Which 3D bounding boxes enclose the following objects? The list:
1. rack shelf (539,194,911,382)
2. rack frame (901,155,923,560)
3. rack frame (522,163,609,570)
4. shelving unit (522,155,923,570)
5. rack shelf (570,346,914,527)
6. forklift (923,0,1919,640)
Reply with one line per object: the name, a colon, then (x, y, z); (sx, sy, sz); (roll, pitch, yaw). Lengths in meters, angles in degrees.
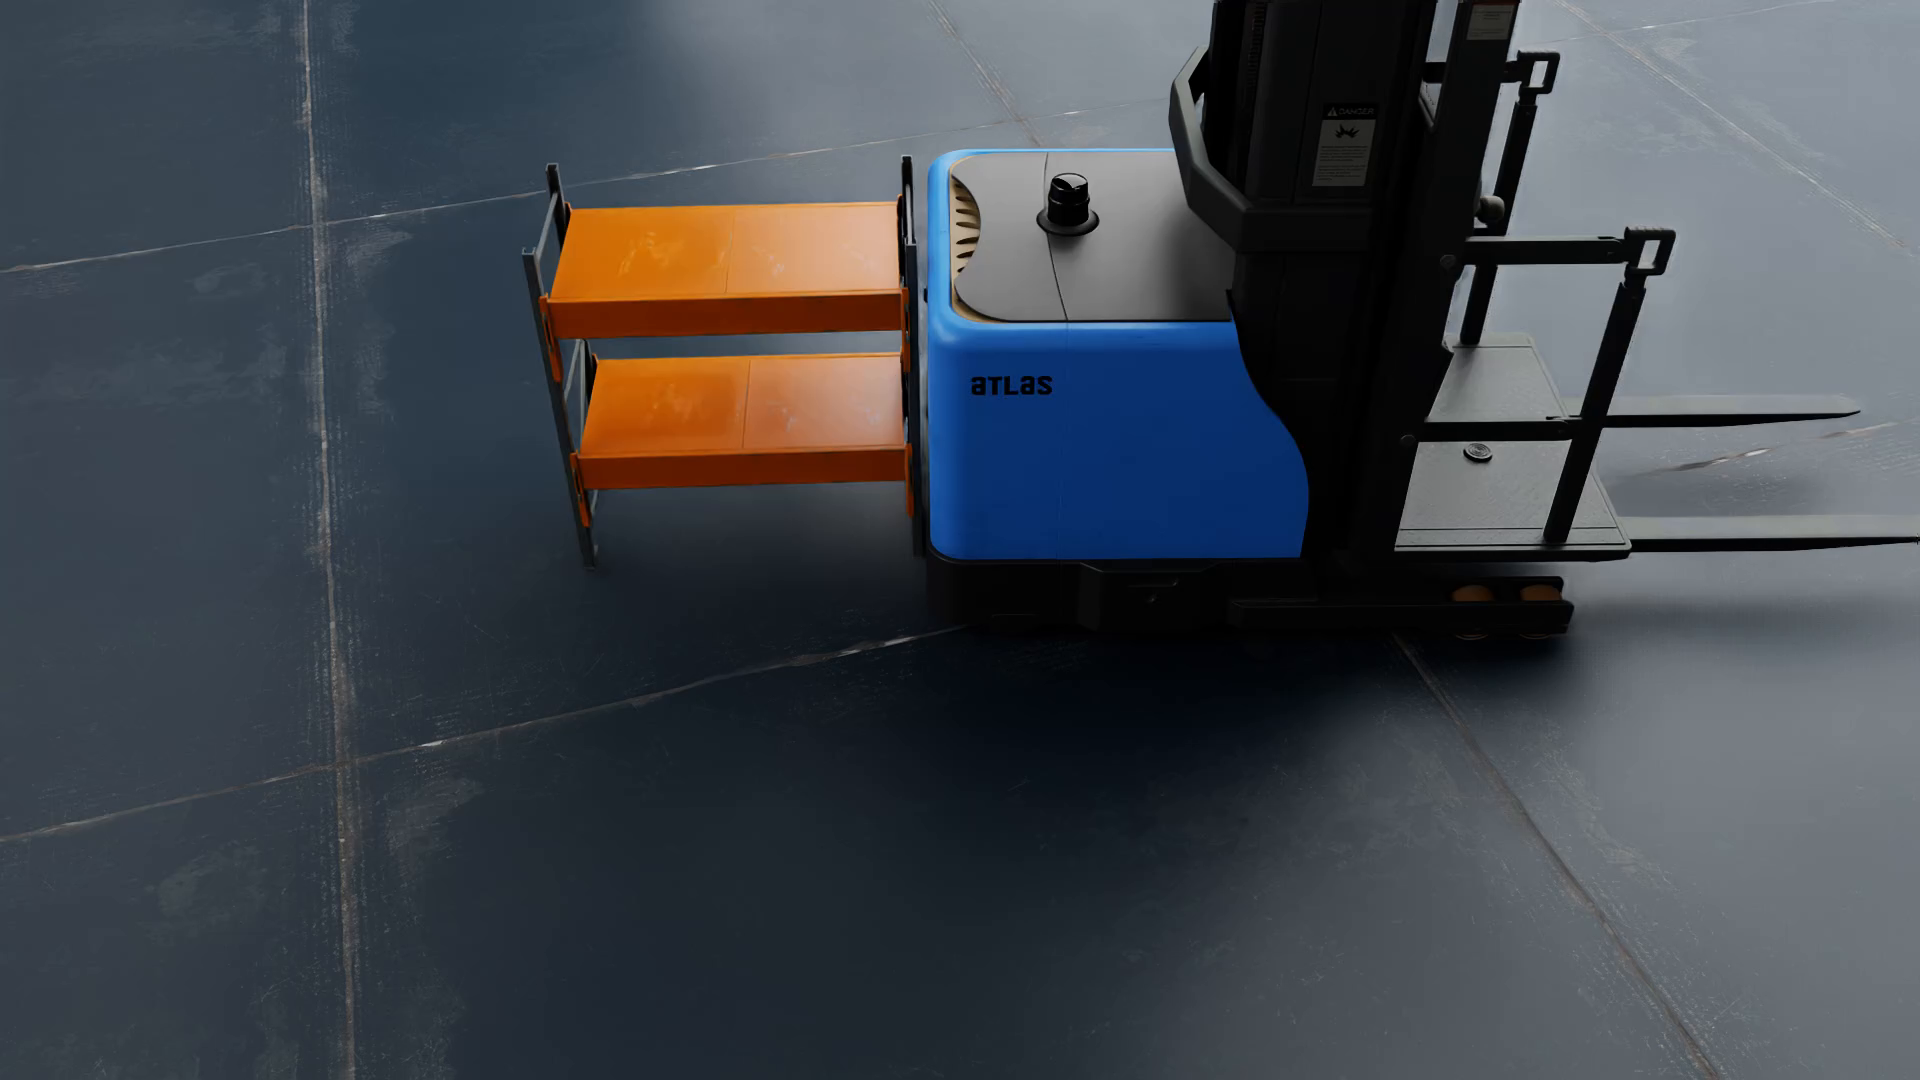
rack shelf: (-0.651, -0.732, 4.788); (1.000, 0.278, 0.538); (-2, 41, -2)
rack frame: (-0.143, -0.527, 4.999); (0.032, 1.125, 0.500); (-2, 41, -2)
rack frame: (-1.158, -0.496, 4.962); (0.032, 1.125, 0.500); (-2, 41, -2)
shelving unit: (-0.651, -0.511, 4.980); (1.048, 1.125, 0.538); (-2, 41, -2)
rack shelf: (-0.651, -0.327, 5.141); (1.000, 0.278, 0.538); (-2, 41, -2)
forklift: (1.412, -1.160, 4.350); (3.031, 2.935, 1.130); (-1, 41, -1)
